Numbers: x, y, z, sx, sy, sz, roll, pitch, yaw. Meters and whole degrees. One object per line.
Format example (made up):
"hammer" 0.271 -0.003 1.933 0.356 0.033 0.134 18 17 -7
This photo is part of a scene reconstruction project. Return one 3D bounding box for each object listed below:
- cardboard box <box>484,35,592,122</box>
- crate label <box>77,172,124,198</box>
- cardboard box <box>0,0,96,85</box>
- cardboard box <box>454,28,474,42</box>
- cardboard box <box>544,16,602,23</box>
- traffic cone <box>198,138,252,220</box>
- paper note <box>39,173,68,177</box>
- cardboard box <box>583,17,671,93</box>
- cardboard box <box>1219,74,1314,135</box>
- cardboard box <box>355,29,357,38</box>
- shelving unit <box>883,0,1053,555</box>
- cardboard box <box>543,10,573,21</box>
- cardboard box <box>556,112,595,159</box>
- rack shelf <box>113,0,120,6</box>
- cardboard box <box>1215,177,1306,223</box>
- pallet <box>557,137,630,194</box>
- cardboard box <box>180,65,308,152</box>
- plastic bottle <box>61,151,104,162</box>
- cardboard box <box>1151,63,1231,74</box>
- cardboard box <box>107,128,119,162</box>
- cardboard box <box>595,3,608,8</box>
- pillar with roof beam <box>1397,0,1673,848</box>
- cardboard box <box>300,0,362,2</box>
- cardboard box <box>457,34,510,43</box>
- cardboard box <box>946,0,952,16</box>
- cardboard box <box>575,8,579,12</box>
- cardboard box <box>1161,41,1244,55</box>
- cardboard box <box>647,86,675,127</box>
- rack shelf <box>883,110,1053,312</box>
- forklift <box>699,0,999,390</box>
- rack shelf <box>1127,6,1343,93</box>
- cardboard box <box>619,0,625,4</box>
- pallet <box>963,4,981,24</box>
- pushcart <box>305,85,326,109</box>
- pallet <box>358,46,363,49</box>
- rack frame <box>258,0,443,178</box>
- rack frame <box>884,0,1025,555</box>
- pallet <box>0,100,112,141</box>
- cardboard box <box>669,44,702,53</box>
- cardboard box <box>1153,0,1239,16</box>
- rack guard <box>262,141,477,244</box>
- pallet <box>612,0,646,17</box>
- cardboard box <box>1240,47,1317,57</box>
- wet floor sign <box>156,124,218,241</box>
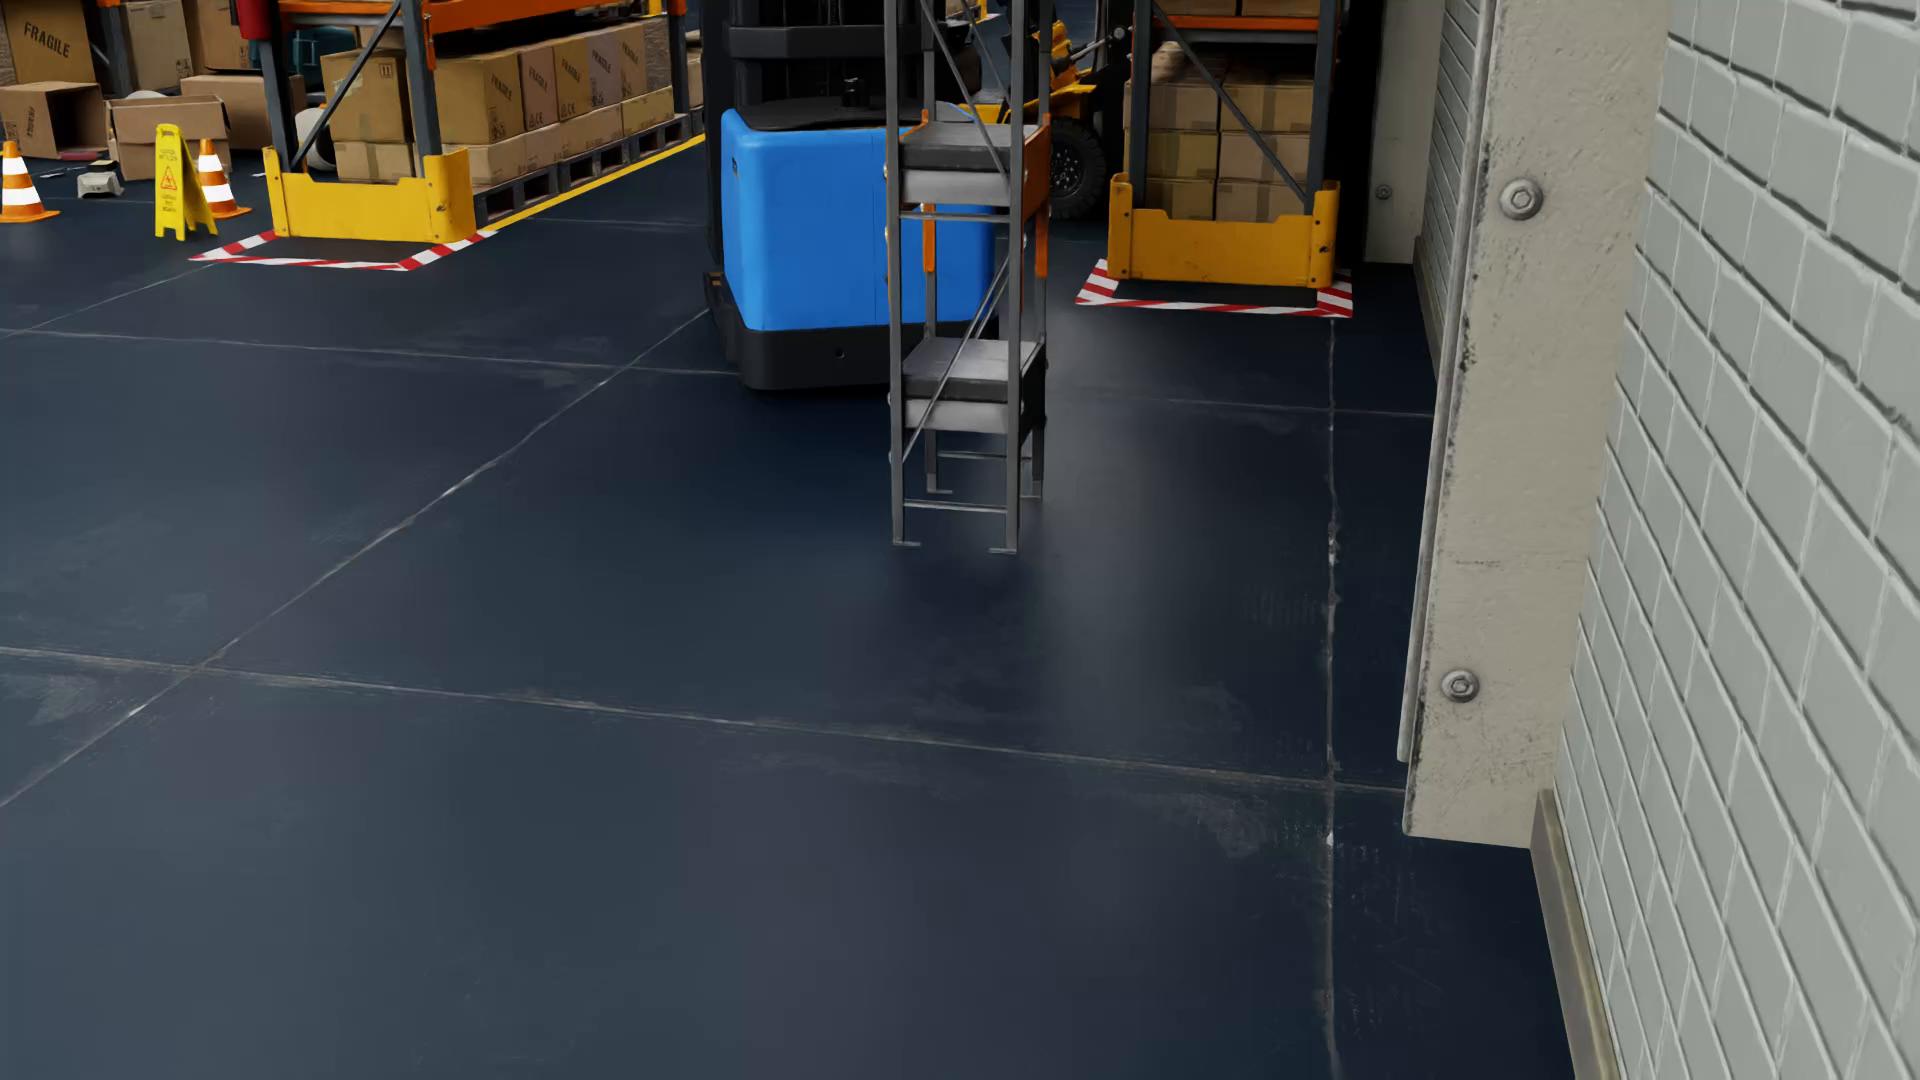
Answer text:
"cardboard box" -2.825 -3.103 11.158 0.500 0.500 0.500 5 22 12
"crate label" -5.709 -2.359 11.028 0.250 0.136 0.298 -7 23 -17
"cardboard box" -7.725 -3.967 13.469 0.875 0.875 0.875 5 22 12
"cardboard box" -3.450 -3.387 10.995 0.380 0.149 0.250 5 23 13
"cardboard box" -3.046 -3.714 12.674 0.500 0.500 0.500 6 23 13
"traffic cone" -4.653 -2.258 10.340 0.336 0.463 0.334 4 22 11
"paper note" -6.371 -2.570 11.696 0.144 0.017 0.142 13 25 29
"cardboard box" -2.519 -3.672 12.571 0.500 0.500 0.500 4 22 10
"cardboard box" 1.666 -2.346 8.944 0.500 0.250 0.500 4 22 10
"cardboard box" -6.833 -5.741 18.377 0.500 0.500 0.500 4 22 11
"shelving unit" 0.034 -1.035 5.112 0.431 2.100 0.503 4 22 11
"cardboard box" -3.130 -3.973 12.451 0.380 0.149 0.250 5 22 12
"cardboard box" -2.832 -2.759 11.307 0.500 0.250 0.500 6 23 15
"rack shelf" -7.120 -5.380 15.659 1.077 0.370 4.000 4 22 11
"cardboard box" 1.674 -1.886 9.139 0.500 0.250 0.500 5 22 11
"pallet" -3.011 -2.652 11.657 1.003 0.211 1.213 4 22 11
"cardboard box" -5.415 -3.262 12.597 0.797 0.637 0.503 4 22 11
"plastic bottle" -6.502 -2.852 12.353 0.283 0.061 0.133 -3 22 -8
"cardboard box" 1.269 -2.564 9.485 0.500 0.250 0.500 5 22 12
"cardboard box" -6.076 -2.945 12.310 0.396 0.266 0.258 8 23 20
"cardboard box" -5.178 -7.555 23.351 0.380 0.149 0.250 5 22 12
"pillar with roof beam" -3.032 -3.904 3.002 9.100 9.000 0.400 4 22 11
"cardboard box" -3.611 -3.215 9.658 0.380 0.149 0.250 5 23 13
"cardboard box" -3.356 -3.134 11.235 0.500 0.500 0.500 4 22 10
"cardboard box" -0.614 -7.123 21.891 0.875 0.438 0.875 4 22 9
"cardboard box" -5.429 -7.279 22.665 0.380 0.149 0.250 4 22 9
"cardboard box" 1.588 -3.126 10.879 0.500 0.250 0.500 5 23 13
"cardboard box" -2.519 -3.324 12.711 0.500 0.250 0.500 5 23 13
"rack shelf" 0.034 -1.022 5.117 0.431 0.518 0.480 4 22 11
"forklift" -0.659 -2.477 7.581 1.130 2.935 3.031 -5 22 -12
"rack shelf" 1.790 -3.199 10.246 1.077 0.370 4.000 4 22 11
"cardboard box" -5.074 -7.843 24.066 0.380 0.149 0.250 4 22 11
"pallet" -0.299 -7.438 23.540 1.003 0.211 1.213 4 22 11
"pushcart" -4.904 -3.581 13.739 1.648 0.377 0.936 -3 22 -8
"pallet" -6.551 -5.437 18.571 1.003 0.211 1.213 4 22 11
"rack frame" -3.478 -3.179 9.231 1.000 3.000 0.127 4 22 11
"rack frame" -0.016 -0.945 4.890 0.400 2.100 0.015 4 22 11
"pallet" -7.760 -3.416 13.554 1.003 0.211 1.213 4 22 11
"cardboard box" -2.414 -4.073 14.406 0.950 0.372 0.625 6 23 14
"cardboard box" 1.226 -3.048 8.773 0.500 0.500 0.500 4 22 10
"rack guard" -3.462 -2.047 9.767 1.175 0.500 0.348 4 22 11
"pallet" -5.295 -7.755 24.326 1.003 0.211 1.213 4 22 11
"cardboard box" 1.988 -2.898 10.315 0.500 0.250 0.500 4 22 10
"wet floor sign" -4.564 -2.099 9.701 0.267 0.644 0.232 13 25 29
